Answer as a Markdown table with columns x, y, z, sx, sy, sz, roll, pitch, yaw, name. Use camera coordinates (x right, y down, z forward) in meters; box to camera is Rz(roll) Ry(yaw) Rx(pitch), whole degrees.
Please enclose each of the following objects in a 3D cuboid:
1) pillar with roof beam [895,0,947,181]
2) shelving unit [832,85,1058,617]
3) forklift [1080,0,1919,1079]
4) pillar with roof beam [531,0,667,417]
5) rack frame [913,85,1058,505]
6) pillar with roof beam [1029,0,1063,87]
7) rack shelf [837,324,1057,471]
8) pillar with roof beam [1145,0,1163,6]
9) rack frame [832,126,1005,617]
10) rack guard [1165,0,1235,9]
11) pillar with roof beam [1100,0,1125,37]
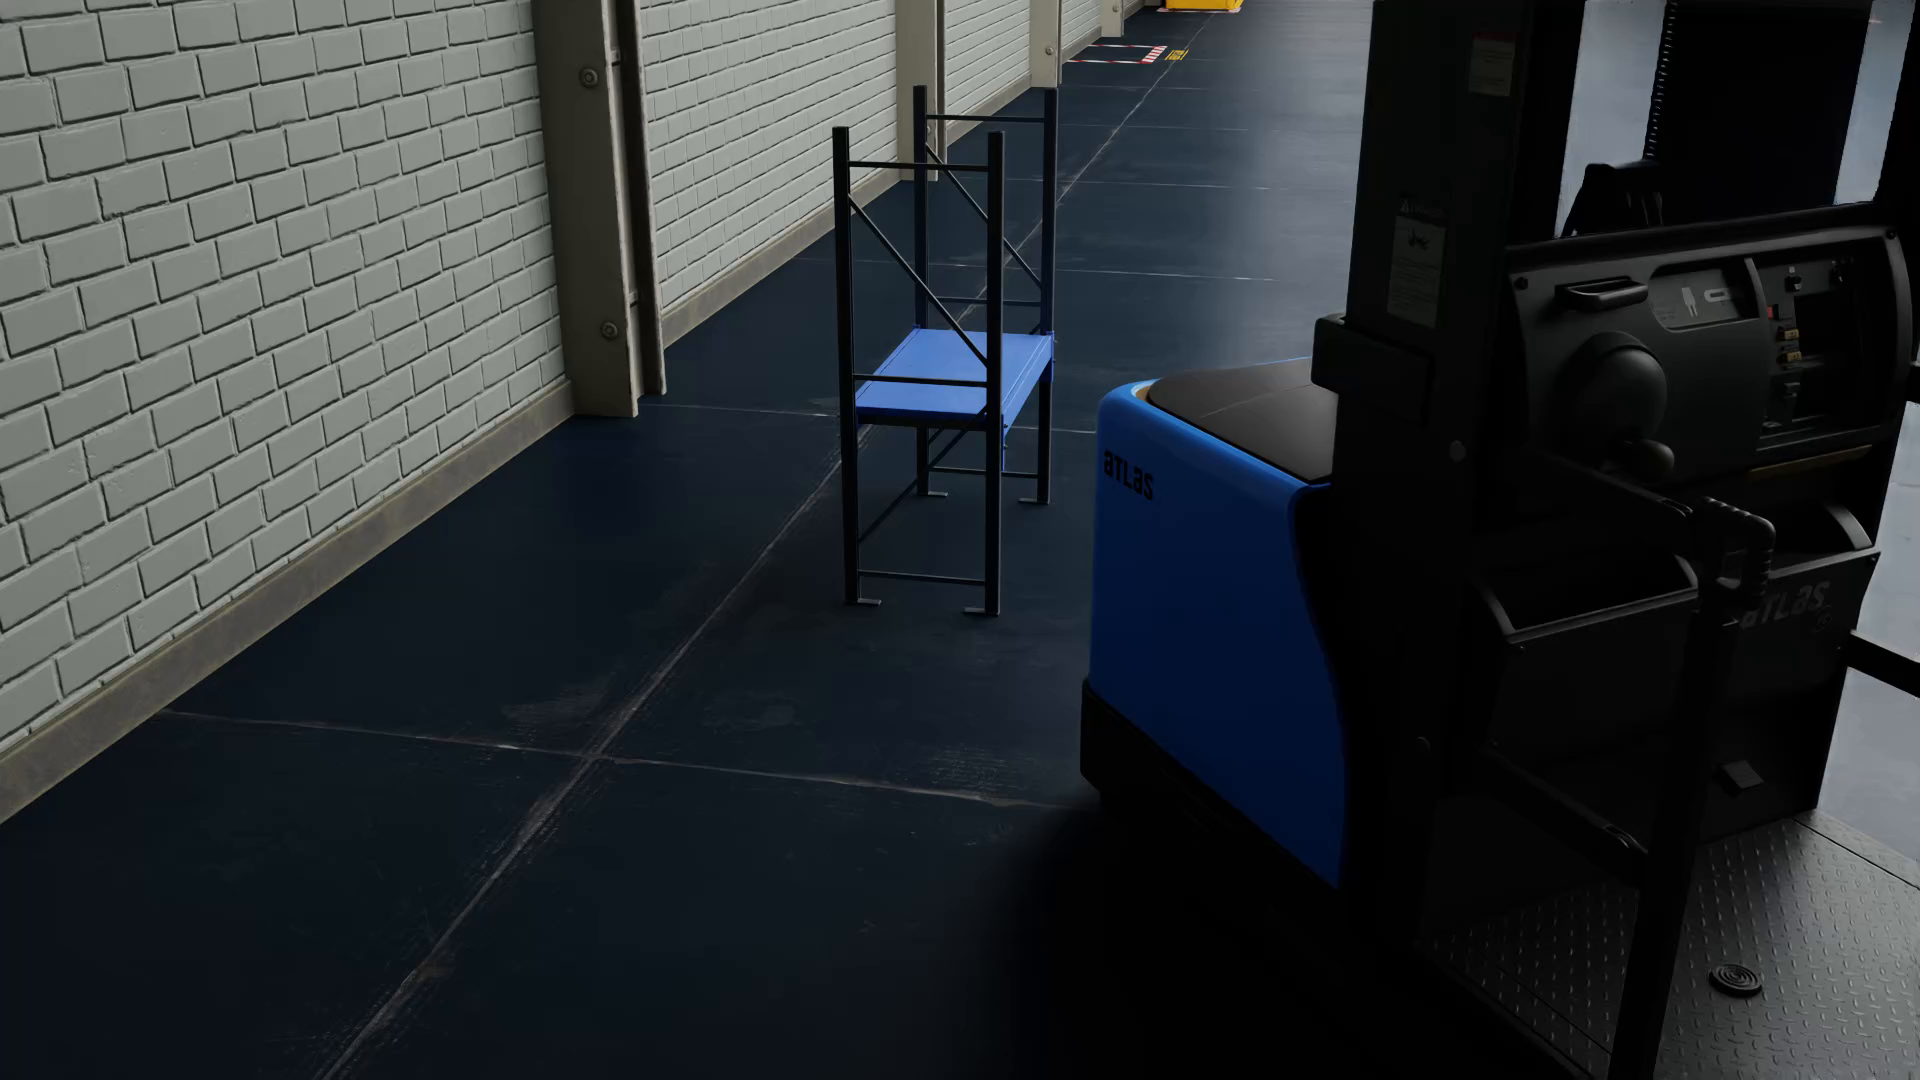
| x | y | z | sx | sy | sz | roll | pitch | yaw | name |
| --- | --- | --- | --- | --- | --- | --- | --- | --- | --- |
| 3.922 | -6.653 | 10.326 | 9.100 | 9.000 | 0.400 | 4 | 22 | 11 | pillar with roof beam |
| -0.017 | -0.665 | 5.496 | 0.538 | 1.500 | 1.048 | 4 | 22 | 11 | shelving unit |
| 1.404 | -0.307 | 2.693 | 1.130 | 2.935 | 3.031 | -10 | 24 | -24 | forklift |
| 2.697 | -4.458 | 4.878 | 9.100 | 9.000 | 0.400 | 4 | 22 | 11 | pillar with roof beam |
| 0.086 | -0.850 | 5.958 | 0.500 | 1.500 | 0.032 | 4 | 22 | 11 | rack frame |
| 5.146 | -8.847 | 15.775 | 9.100 | 9.000 | 0.400 | 4 | 22 | 11 | pillar with roof beam |
| -0.017 | -0.498 | 5.563 | 0.538 | 0.185 | 1.000 | 4 | 22 | 11 | rack shelf |
| 7.595 | -13.236 | 26.672 | 9.100 | 9.000 | 0.400 | 4 | 22 | 11 | pillar with roof beam |
| -0.121 | -0.479 | 5.034 | 0.500 | 1.500 | 0.032 | 4 | 22 | 11 | rack frame |
| 4.100 | -9.327 | 28.344 | 1.175 | 0.500 | 0.348 | 4 | 22 | 11 | rack guard |
| 6.370 | -11.041 | 21.223 | 9.100 | 9.000 | 0.400 | 4 | 22 | 11 | pillar with roof beam |
